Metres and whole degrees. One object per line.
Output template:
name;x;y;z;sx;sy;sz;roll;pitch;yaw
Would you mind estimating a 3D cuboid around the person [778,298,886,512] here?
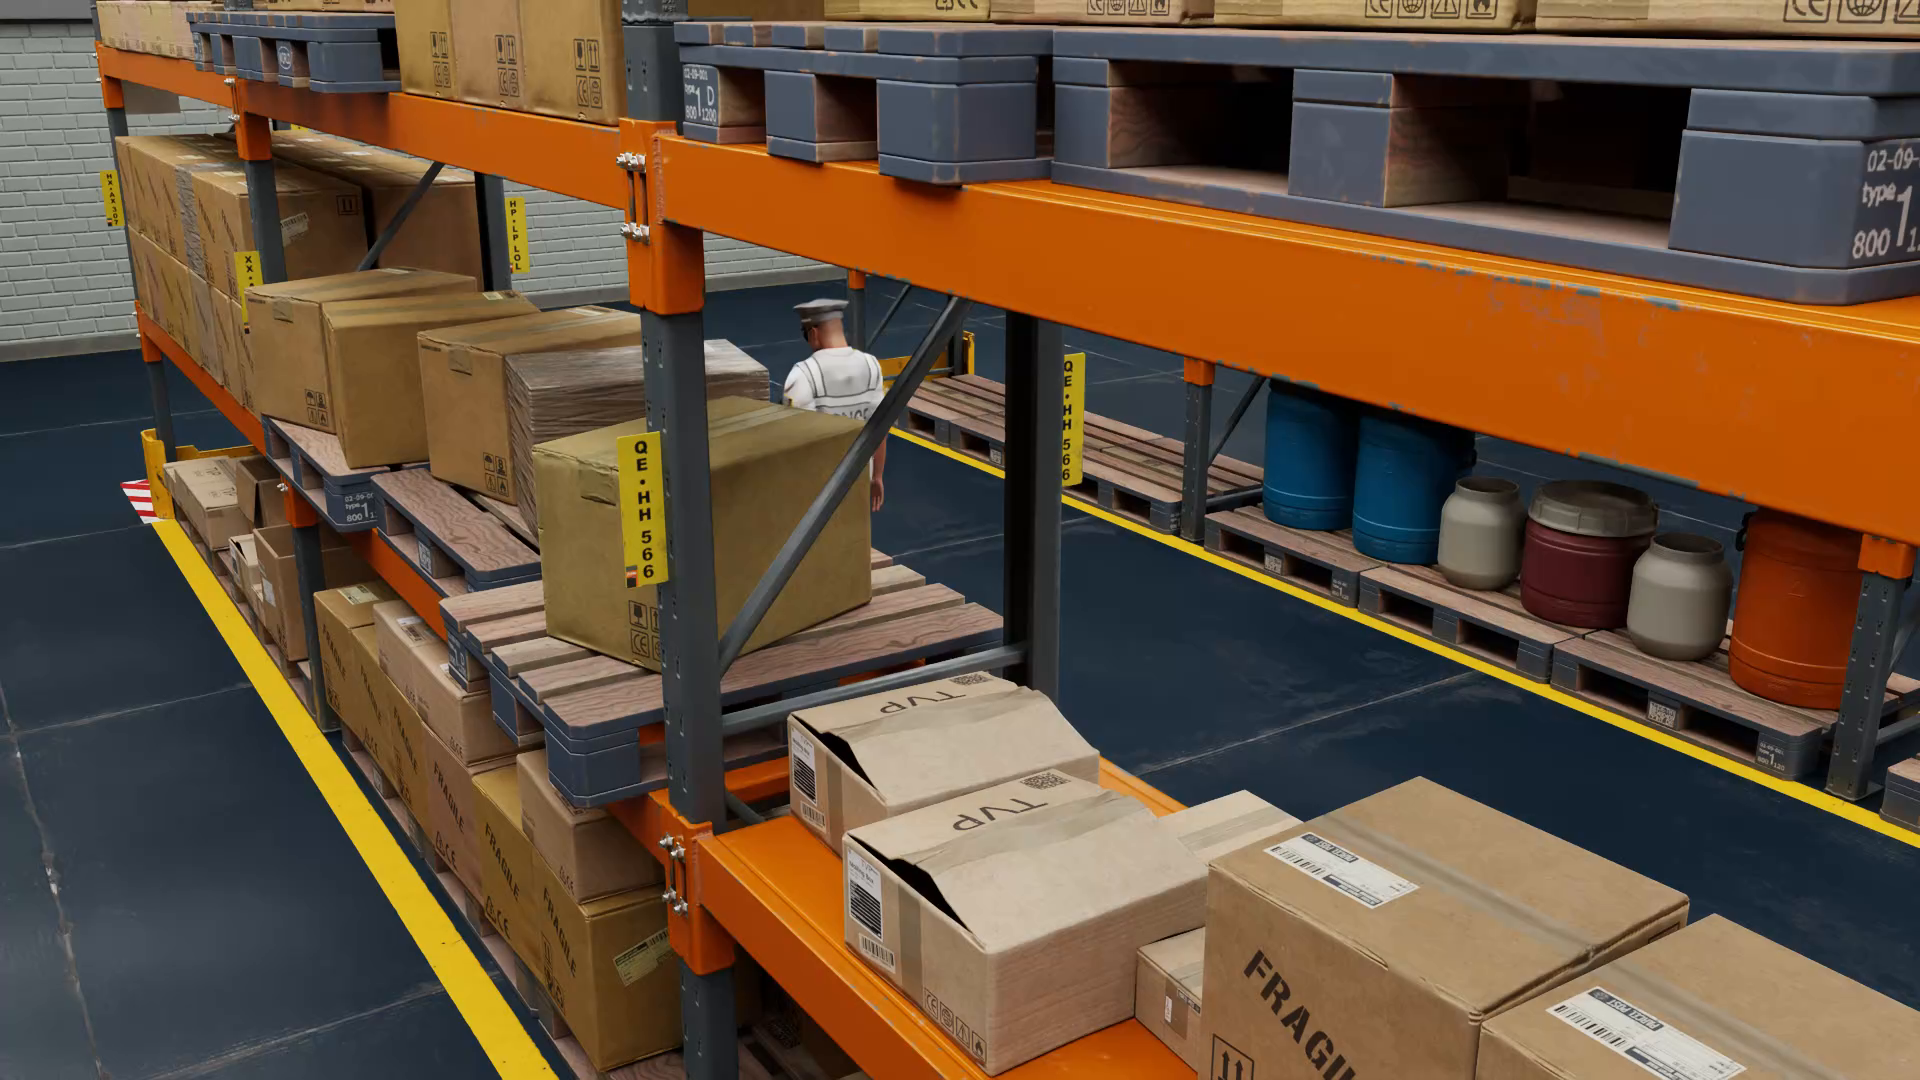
person;-0.681;-0.306;7.960;0.581;1.717;0.771;-14;22;-36
